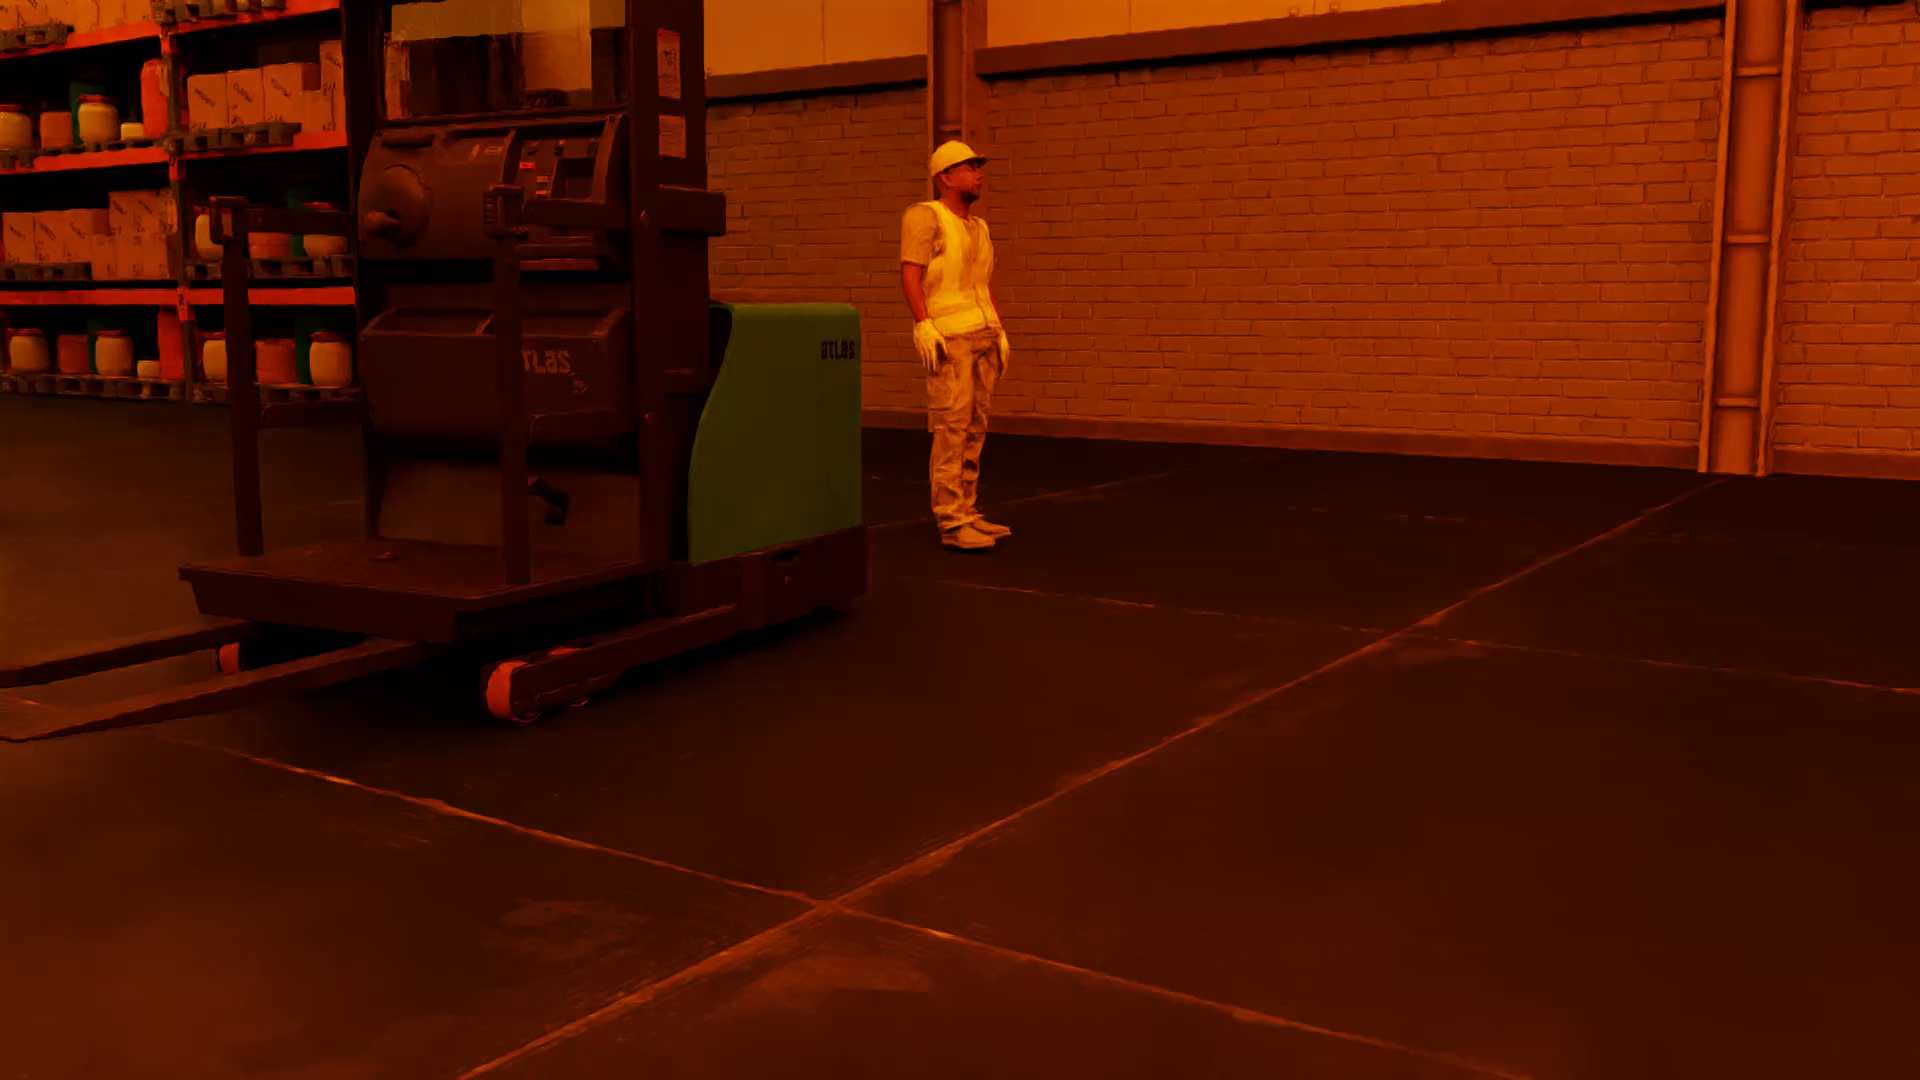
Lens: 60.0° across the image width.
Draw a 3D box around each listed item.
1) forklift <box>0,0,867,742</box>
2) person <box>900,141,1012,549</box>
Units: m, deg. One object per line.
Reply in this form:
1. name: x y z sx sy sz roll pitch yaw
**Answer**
1. forklift: -1.451 -1.049 4.571 1.130 2.935 3.031 4 9 27
2. person: 0.055 -0.883 7.431 0.576 1.782 0.655 5 10 34
